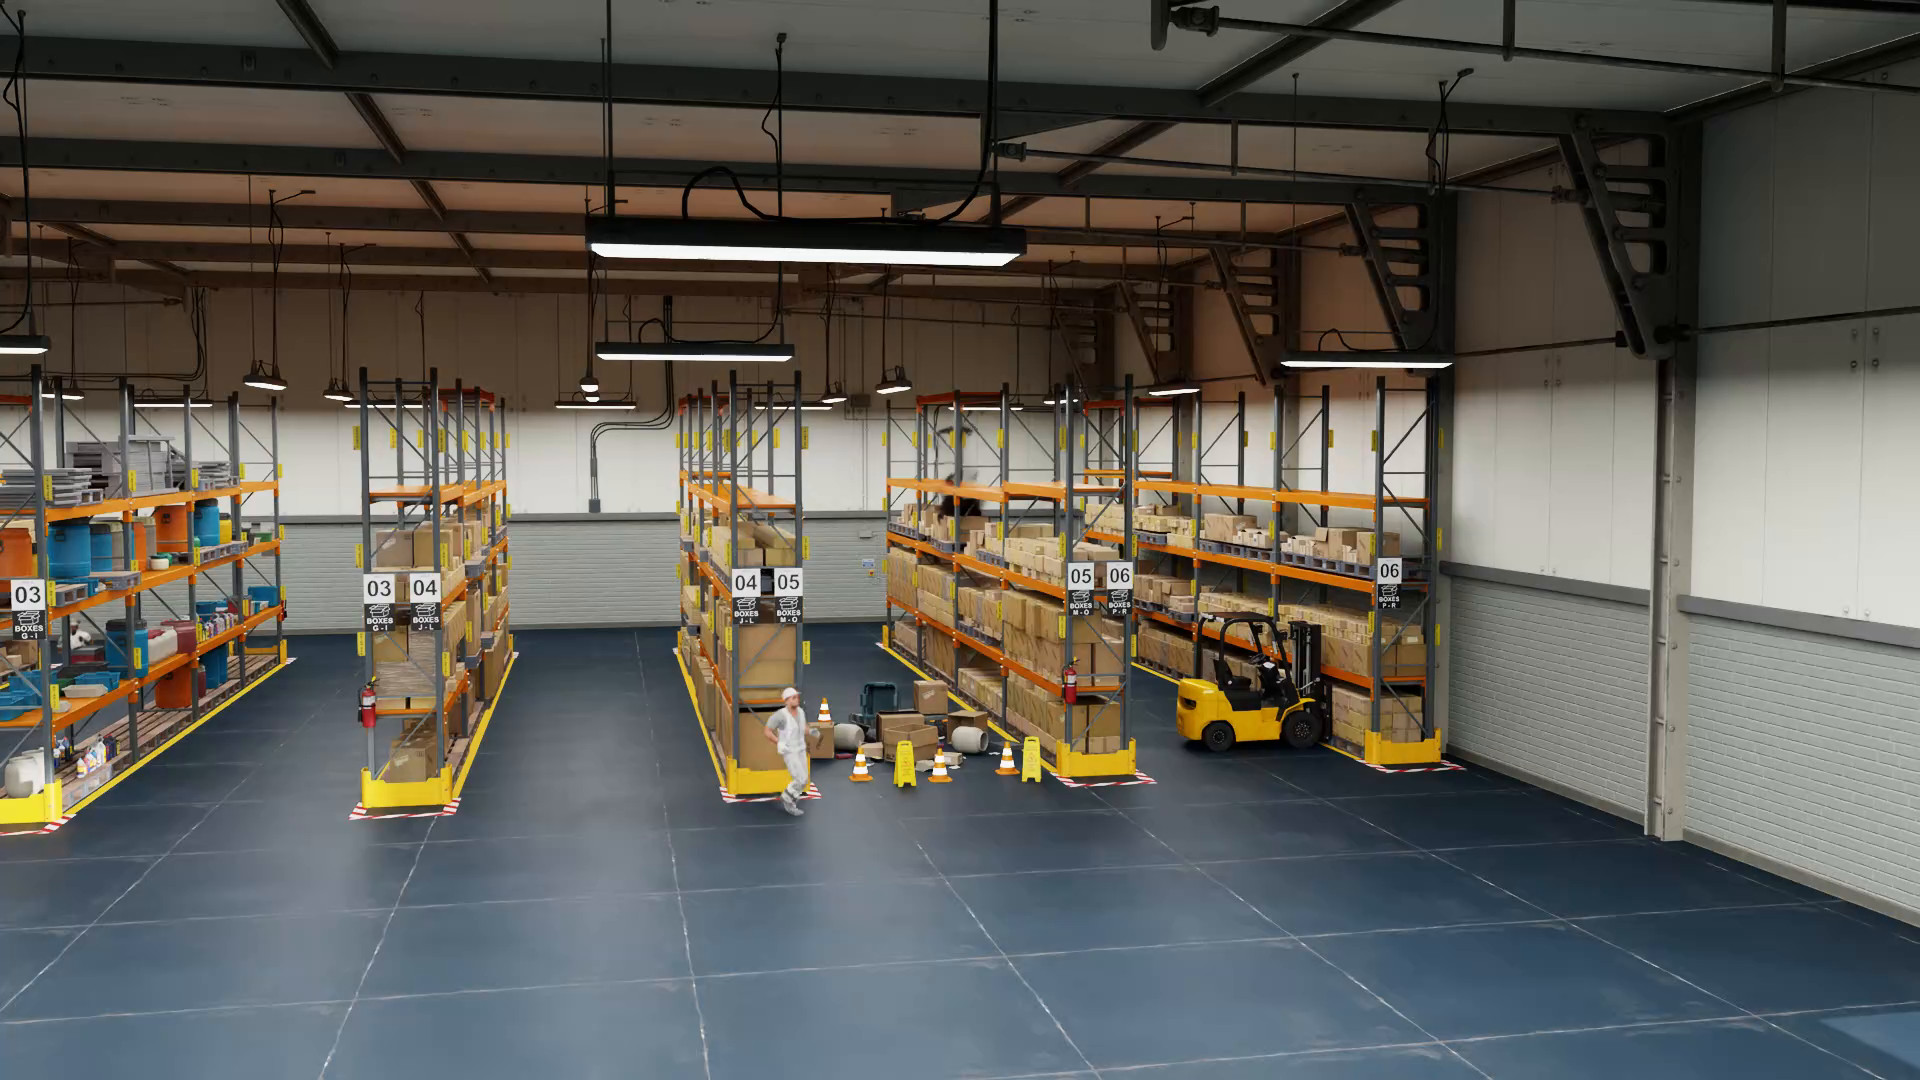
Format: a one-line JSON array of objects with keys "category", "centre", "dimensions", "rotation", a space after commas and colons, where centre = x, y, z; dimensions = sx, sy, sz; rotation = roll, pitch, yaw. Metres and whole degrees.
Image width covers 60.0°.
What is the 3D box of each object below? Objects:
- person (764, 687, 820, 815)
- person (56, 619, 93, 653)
[{"category": "person", "centre": [-2.184, 2.819, 22.034], "dimensions": [0.598, 1.739, 0.670], "rotation": [2, 4, 33]}, {"category": "person", "centre": [-16.566, 2.314, 31.137], "dimensions": [0.599, 1.731, 0.918], "rotation": [-1, 4, -23]}]
